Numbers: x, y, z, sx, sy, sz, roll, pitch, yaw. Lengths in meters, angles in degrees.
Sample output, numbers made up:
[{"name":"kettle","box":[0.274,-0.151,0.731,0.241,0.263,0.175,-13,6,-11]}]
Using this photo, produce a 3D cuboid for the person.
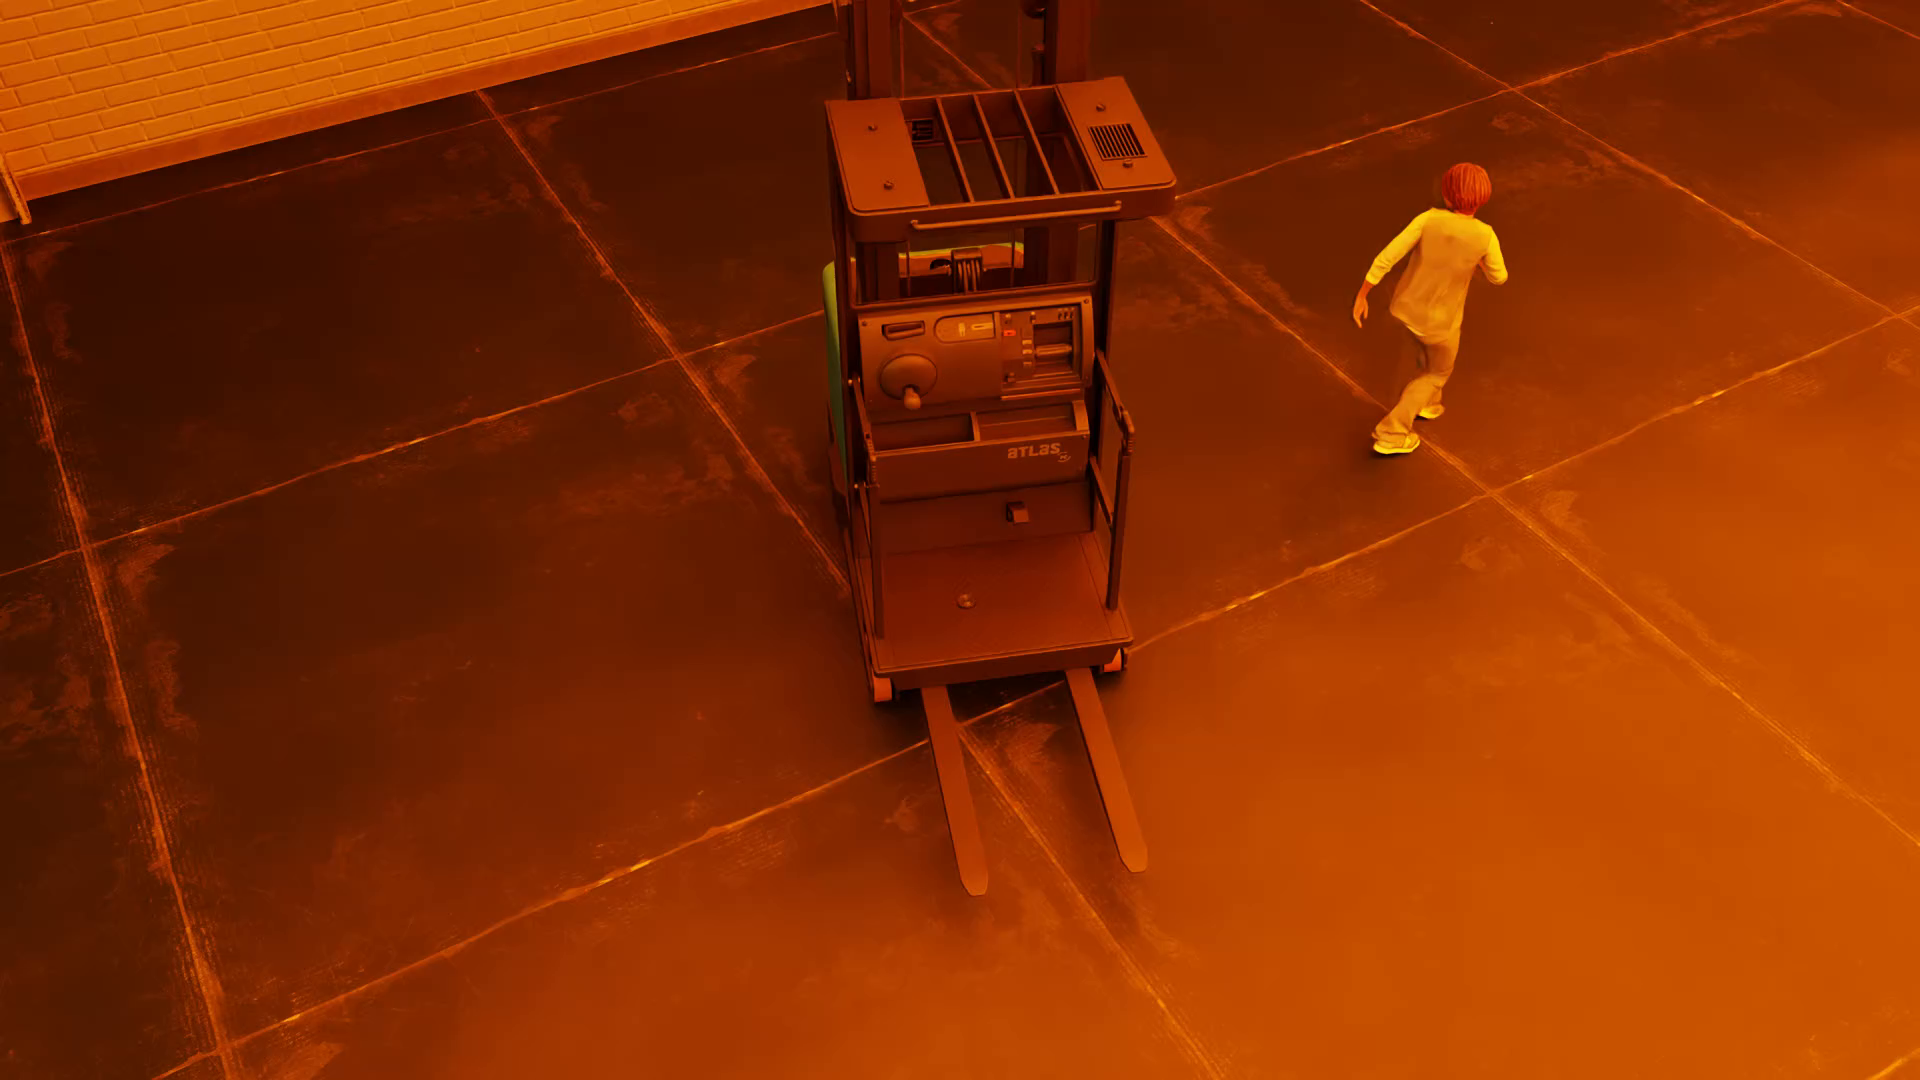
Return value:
[{"name":"person","box":[2.249,-1.066,7.911,0.726,1.583,0.476,-31,51,-29]}]

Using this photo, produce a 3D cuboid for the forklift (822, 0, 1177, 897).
[{"name":"forklift","box":[0.107,-0.654,6.403,1.130,2.935,3.031,-7,43,-7]}]
